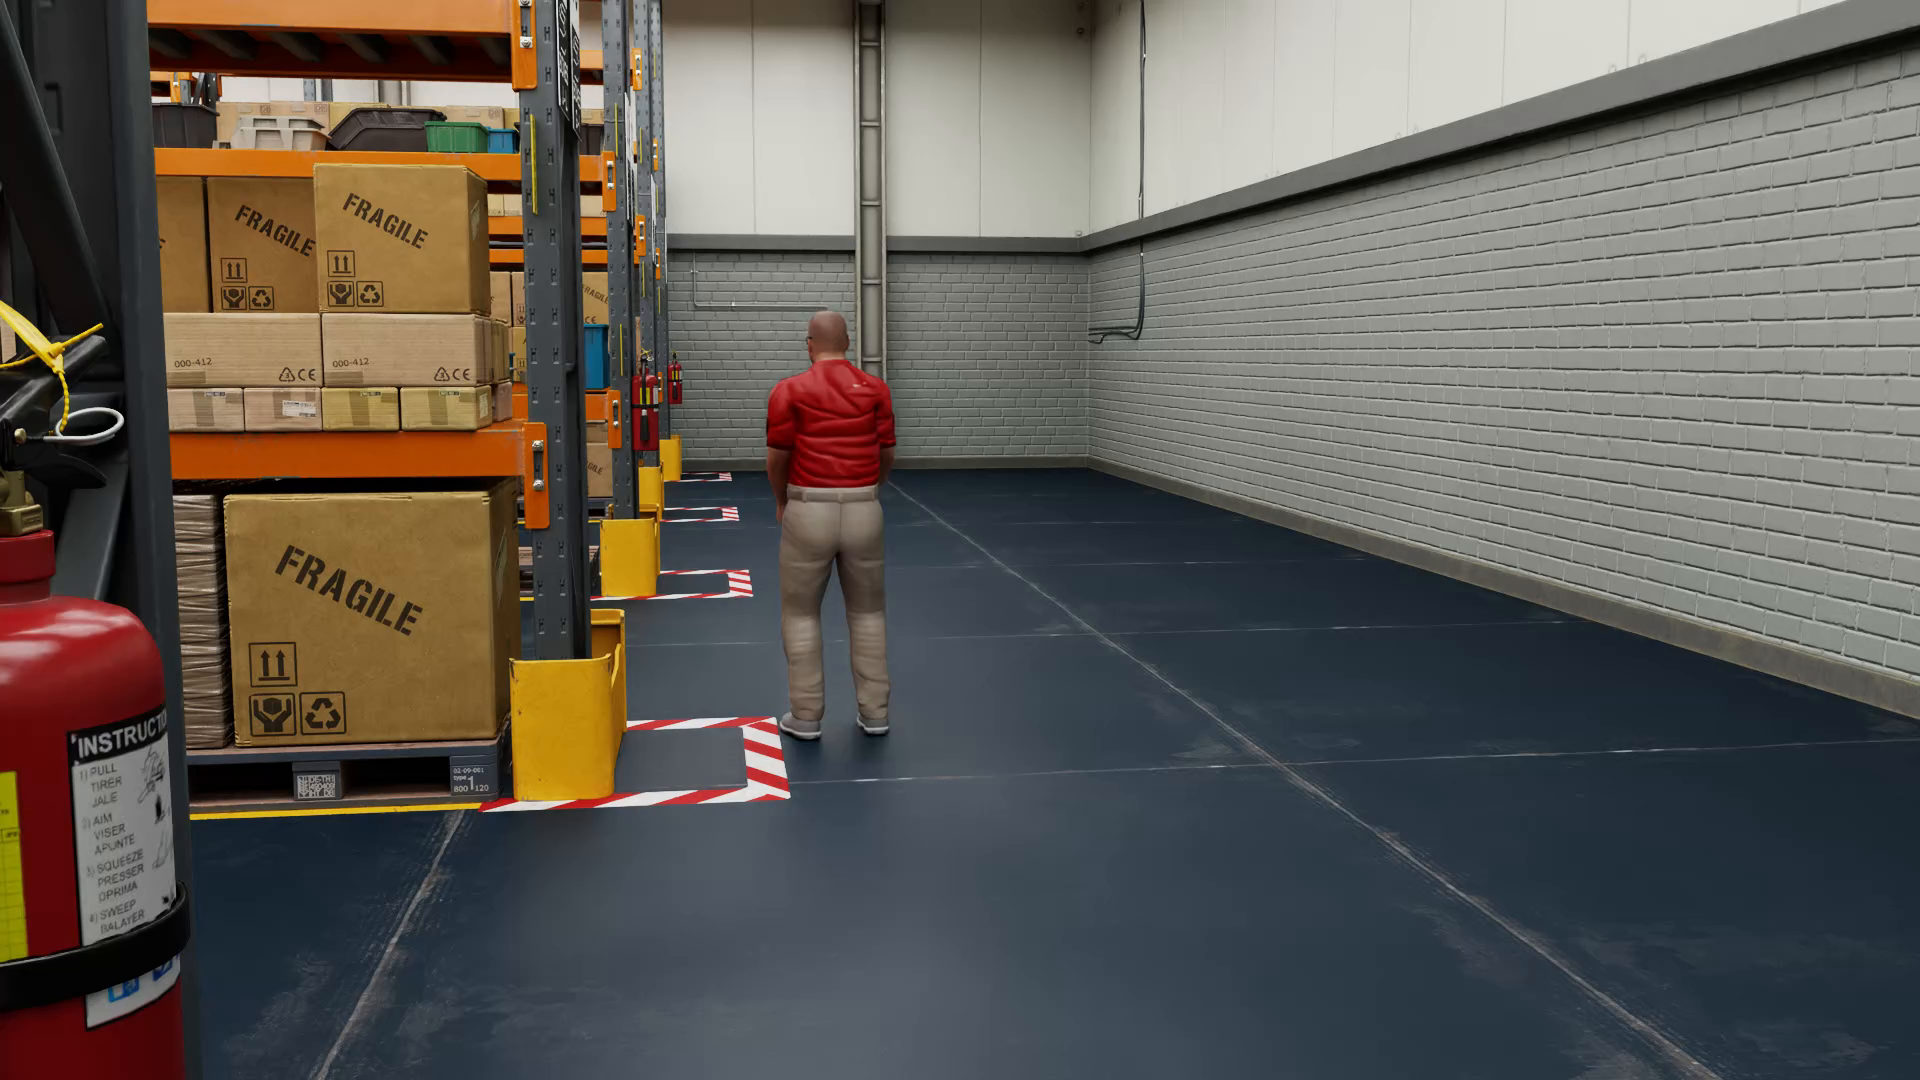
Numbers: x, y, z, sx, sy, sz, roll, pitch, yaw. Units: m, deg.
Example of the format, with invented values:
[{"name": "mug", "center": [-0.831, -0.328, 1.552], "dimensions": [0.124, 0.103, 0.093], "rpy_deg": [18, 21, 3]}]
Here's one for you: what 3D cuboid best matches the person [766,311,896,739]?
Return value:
[{"name": "person", "center": [-0.540, -0.066, 6.833], "dimensions": [0.532, 1.733, 0.470], "rpy_deg": [-2, 7, -16]}]
